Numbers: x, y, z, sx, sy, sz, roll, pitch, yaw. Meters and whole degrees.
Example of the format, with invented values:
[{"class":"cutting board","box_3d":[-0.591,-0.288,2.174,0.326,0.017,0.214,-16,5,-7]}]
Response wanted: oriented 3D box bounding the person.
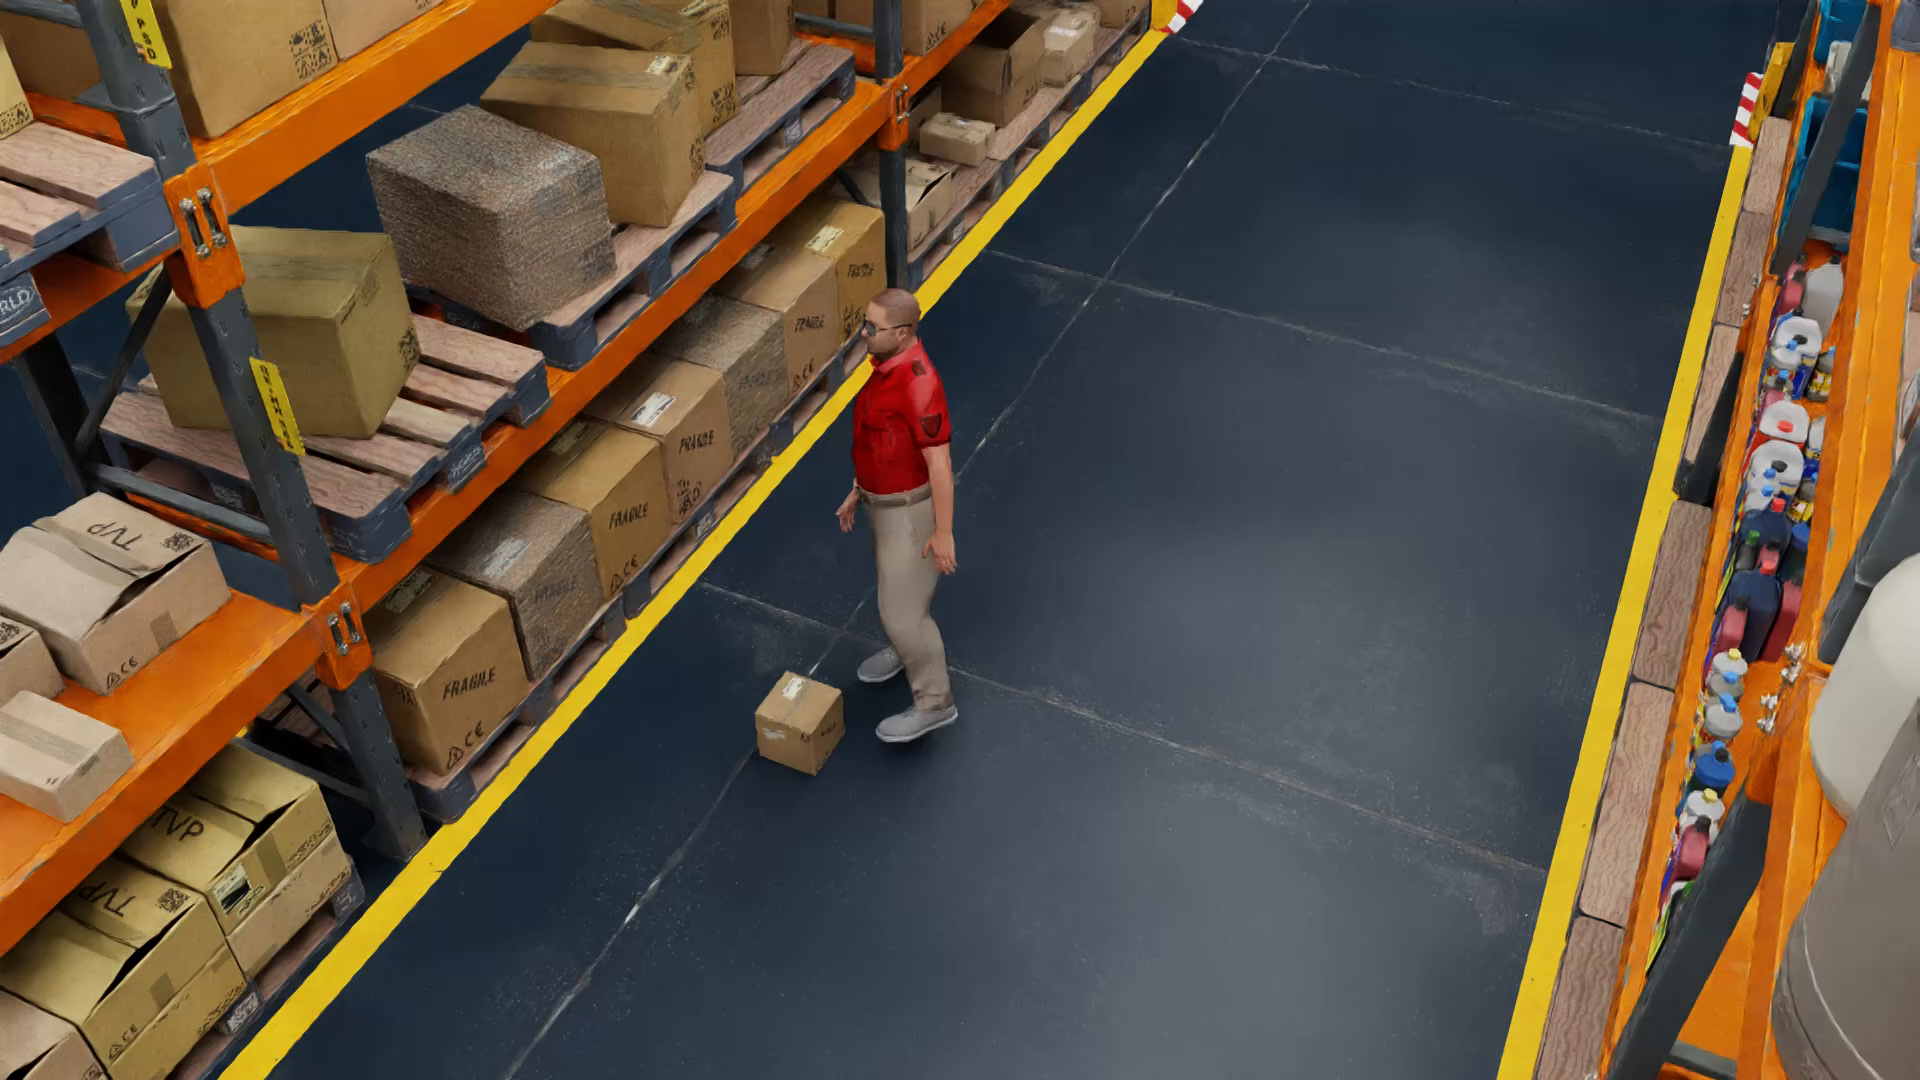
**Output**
[{"class":"person","box_3d":[-0.239,-0.064,6.231,0.429,1.719,0.827,-6,42,-7]}]
